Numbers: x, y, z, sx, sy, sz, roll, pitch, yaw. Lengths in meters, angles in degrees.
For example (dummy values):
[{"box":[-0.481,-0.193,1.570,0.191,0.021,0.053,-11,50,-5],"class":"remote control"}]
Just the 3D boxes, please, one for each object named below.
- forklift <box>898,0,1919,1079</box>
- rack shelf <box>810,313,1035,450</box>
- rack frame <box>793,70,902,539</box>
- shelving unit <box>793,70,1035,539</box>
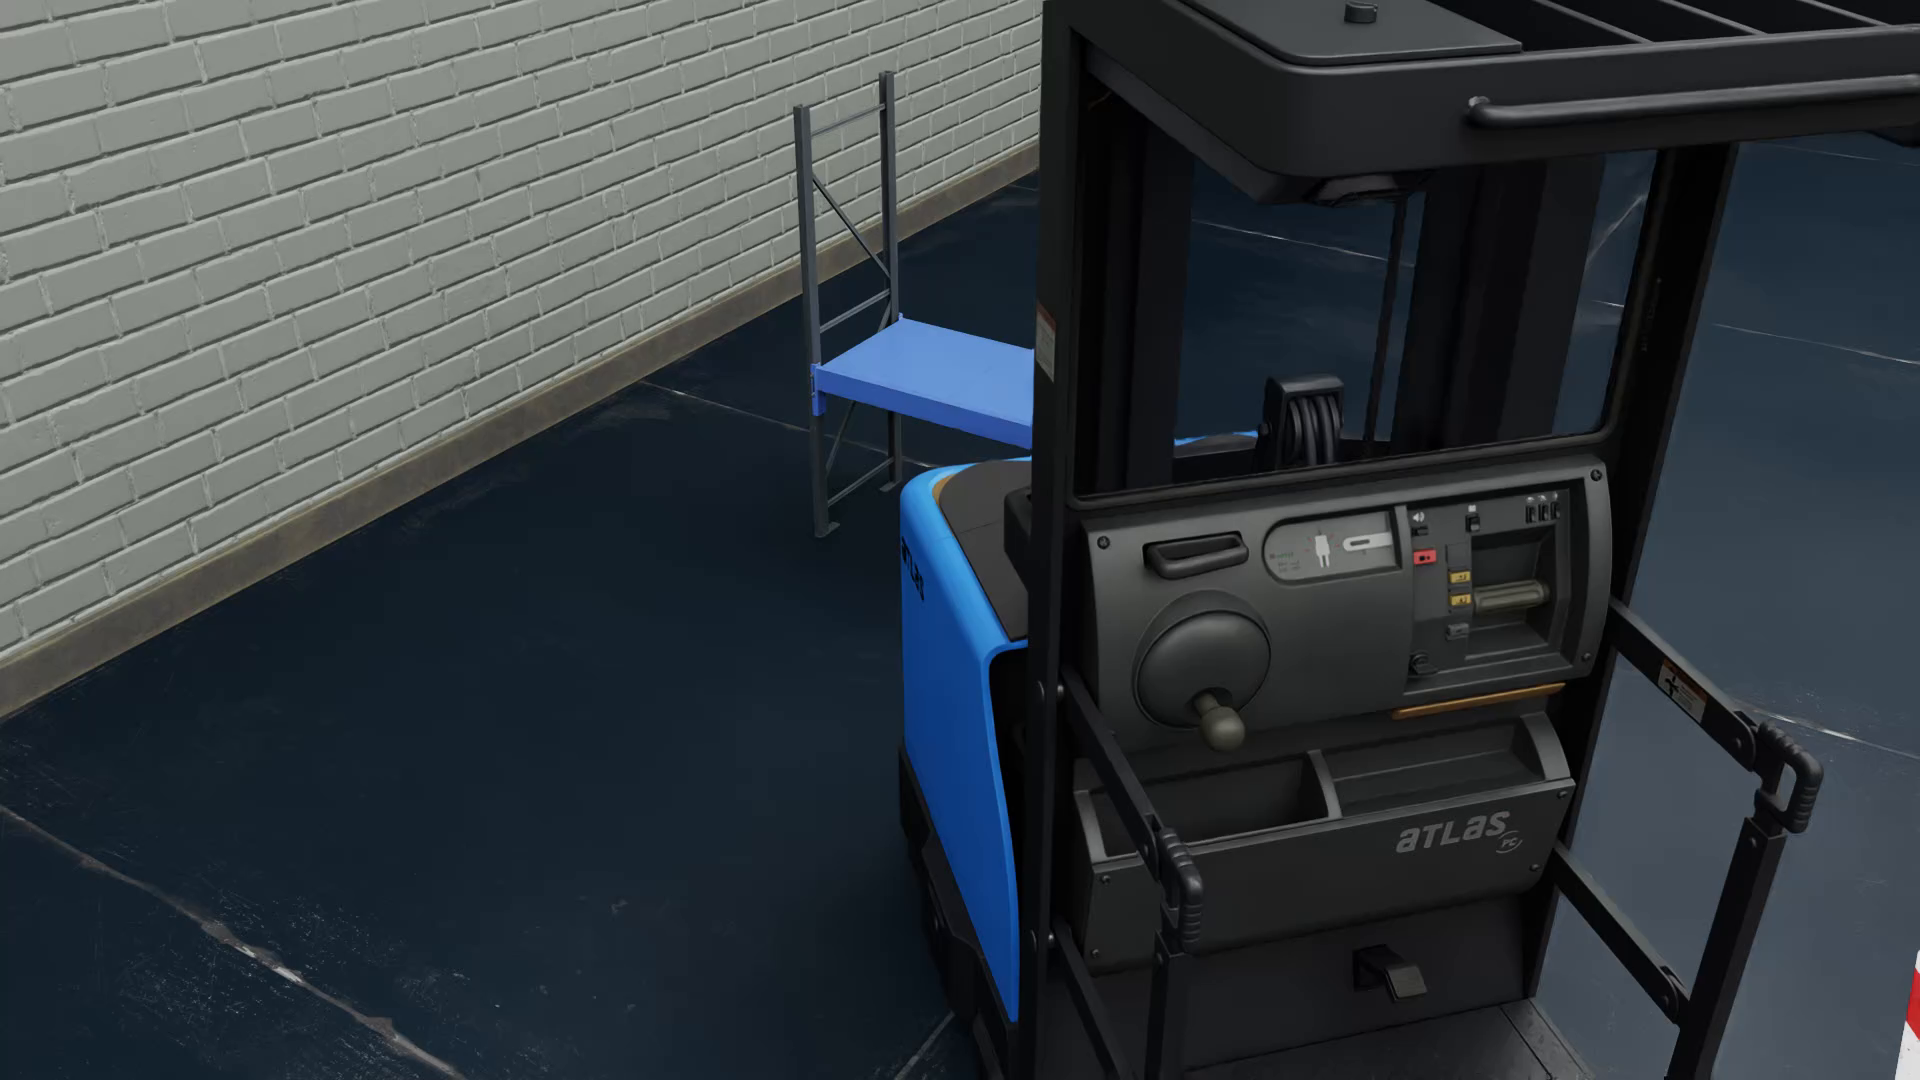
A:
[{"box":[0.715,0.153,2.579,1.130,2.935,3.031,-8,31,-13],"class":"forklift"},{"box":[0.072,-0.470,5.424,1.000,0.185,0.538,18,35,27],"class":"rack shelf"},{"box":[-0.358,-0.761,5.566,0.032,1.500,0.500,18,35,27],"class":"rack frame"},{"box":[0.072,-0.625,5.333,1.048,1.500,0.538,18,35,27],"class":"shelving unit"}]
